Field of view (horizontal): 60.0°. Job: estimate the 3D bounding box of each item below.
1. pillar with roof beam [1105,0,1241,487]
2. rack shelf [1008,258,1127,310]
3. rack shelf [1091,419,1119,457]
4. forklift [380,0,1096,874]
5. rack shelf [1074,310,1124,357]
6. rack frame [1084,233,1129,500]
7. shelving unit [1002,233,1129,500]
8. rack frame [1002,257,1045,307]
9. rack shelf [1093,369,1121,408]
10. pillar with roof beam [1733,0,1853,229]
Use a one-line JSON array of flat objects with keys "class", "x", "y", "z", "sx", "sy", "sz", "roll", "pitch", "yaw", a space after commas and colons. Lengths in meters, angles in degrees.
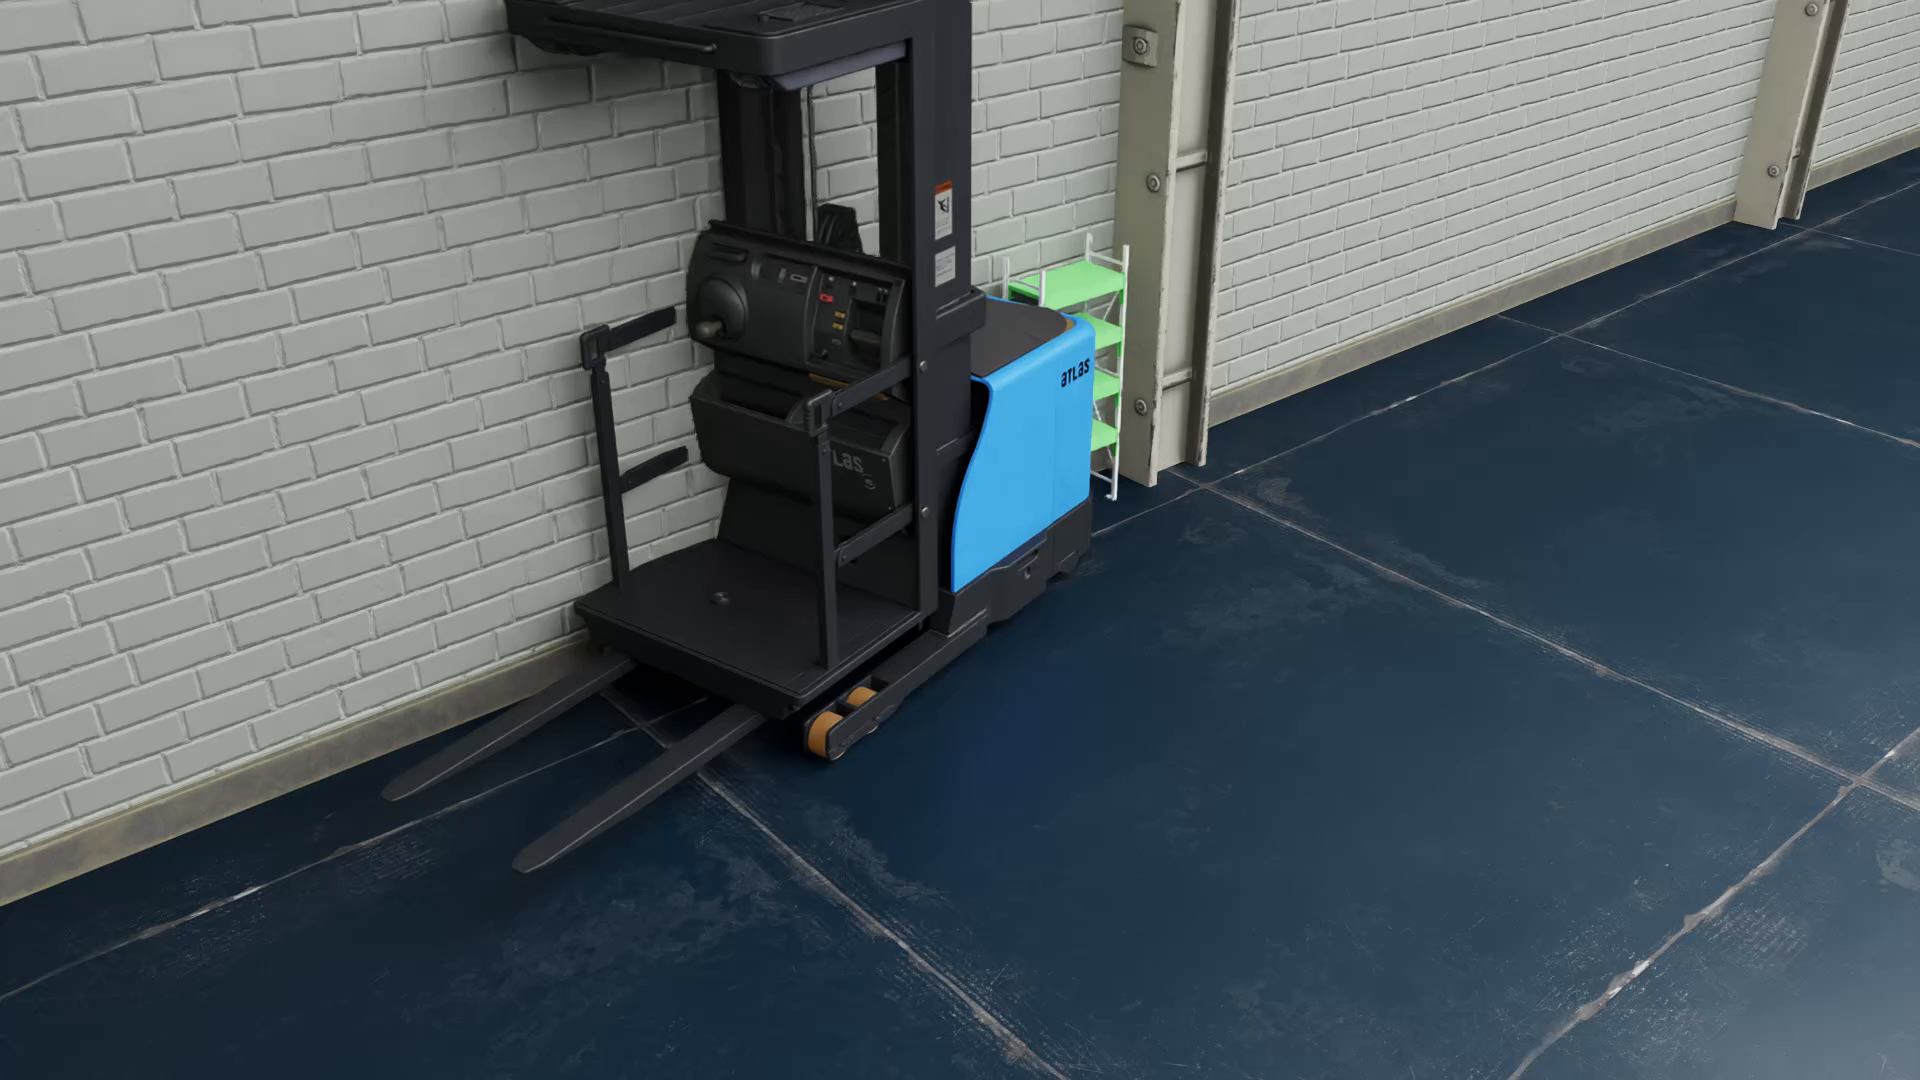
[{"class": "pillar with roof beam", "x": 3.721, "y": -2.785, "z": 2.913, "sx": 0.400, "sy": 9.000, "sz": 9.100, "roll": -22, "pitch": 35, "yaw": -35}, {"class": "rack shelf", "x": 0.446, "y": -1.046, "z": 7.051, "sx": 0.480, "sy": 0.148, "sz": 0.258, "roll": -22, "pitch": 35, "yaw": -35}, {"class": "rack shelf", "x": 0.446, "y": -0.411, "z": 7.390, "sx": 0.480, "sy": 0.148, "sz": 0.258, "roll": -22, "pitch": 35, "yaw": -35}, {"class": "forklift", "x": -0.700, "y": -0.782, "z": 5.604, "sx": 1.130, "sy": 2.935, "sz": 3.031, "roll": 18, "pitch": 33, "yaw": 30}, {"class": "rack shelf", "x": 0.446, "y": -0.834, "z": 7.164, "sx": 0.480, "sy": 0.148, "sz": 0.258, "roll": -22, "pitch": 35, "yaw": -35}, {"class": "rack frame", "x": 0.630, "y": -0.754, "z": 7.388, "sx": 0.015, "sy": 1.200, "sz": 0.240, "roll": -22, "pitch": 35, "yaw": -35}, {"class": "shelving unit", "x": 0.446, "y": -0.679, "z": 7.247, "sx": 0.503, "sy": 1.200, "sz": 0.258, "roll": -22, "pitch": 35, "yaw": -35}, {"class": "rack frame", "x": 0.262, "y": -0.603, "z": 7.106, "sx": 0.015, "sy": 1.200, "sz": 0.240, "roll": -22, "pitch": 35, "yaw": -35}, {"class": "rack shelf", "x": 0.446, "y": -0.622, "z": 7.277, "sx": 0.480, "sy": 0.148, "sz": 0.258, "roll": -22, "pitch": 35, "yaw": -35}, {"class": "pillar with roof beam", "x": 8.285, "y": -4.620, "z": 6.348, "sx": 0.400, "sy": 9.000, "sz": 9.100, "roll": -22, "pitch": 35, "yaw": -35}]
